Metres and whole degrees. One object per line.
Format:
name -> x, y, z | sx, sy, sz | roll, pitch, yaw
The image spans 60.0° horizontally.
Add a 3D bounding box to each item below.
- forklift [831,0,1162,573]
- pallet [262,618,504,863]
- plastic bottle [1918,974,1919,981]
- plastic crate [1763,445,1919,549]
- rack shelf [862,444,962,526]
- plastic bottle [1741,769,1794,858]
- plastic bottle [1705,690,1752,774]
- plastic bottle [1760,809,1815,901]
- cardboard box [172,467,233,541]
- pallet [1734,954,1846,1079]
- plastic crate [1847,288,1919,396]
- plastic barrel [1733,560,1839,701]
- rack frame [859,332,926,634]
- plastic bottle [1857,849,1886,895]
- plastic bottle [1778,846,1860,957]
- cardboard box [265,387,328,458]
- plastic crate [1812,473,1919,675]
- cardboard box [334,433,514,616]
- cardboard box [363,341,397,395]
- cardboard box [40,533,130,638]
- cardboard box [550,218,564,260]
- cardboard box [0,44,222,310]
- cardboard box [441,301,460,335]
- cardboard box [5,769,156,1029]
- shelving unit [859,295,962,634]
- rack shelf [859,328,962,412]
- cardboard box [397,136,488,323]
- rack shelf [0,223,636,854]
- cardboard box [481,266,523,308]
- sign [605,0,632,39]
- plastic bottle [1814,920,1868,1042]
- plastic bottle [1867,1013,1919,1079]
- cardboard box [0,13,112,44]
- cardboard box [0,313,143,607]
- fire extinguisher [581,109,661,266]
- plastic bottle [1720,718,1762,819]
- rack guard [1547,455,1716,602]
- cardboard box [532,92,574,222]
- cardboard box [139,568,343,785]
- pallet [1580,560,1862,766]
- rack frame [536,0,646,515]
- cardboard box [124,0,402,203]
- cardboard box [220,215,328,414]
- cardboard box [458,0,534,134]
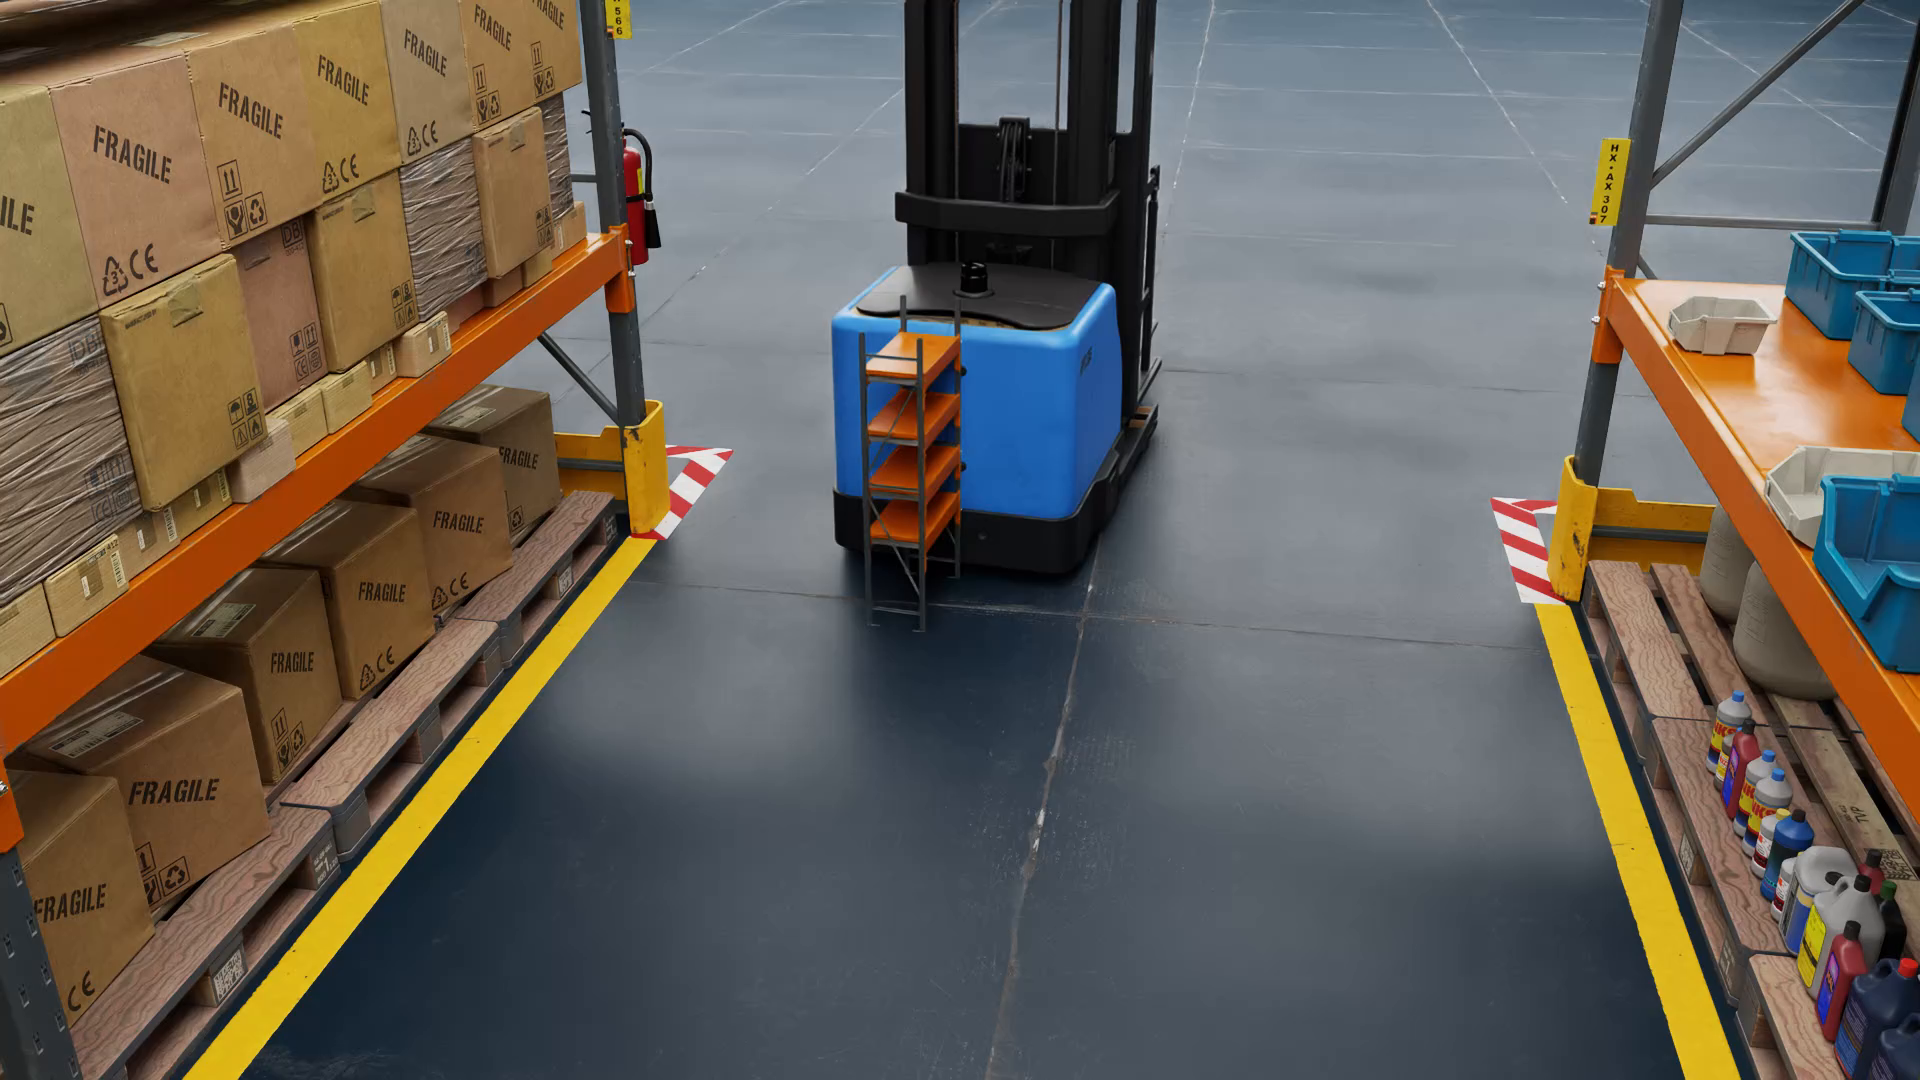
forklift -> 0.365, -1.792, 7.622 | 1.130, 2.935, 3.031 | 7, 26, 14
pallet -> -2.280, 0.616, 5.685 | 1.003, 0.211, 1.213 | 4, 25, 9
plastic bottle -> 2.337, 1.156, 3.937 | 0.152, 0.276, 0.135 | 4, 25, 9
plastic crate -> 2.350, -0.086, 4.207 | 0.530, 0.136, 0.437 | 4, 25, 9
rack shelf -> -0.182, -0.232, 6.489 | 0.258, 0.148, 0.480 | 7, 26, 14
plastic bottle -> 2.313, 0.777, 4.752 | 0.097, 0.271, 0.097 | 0, 25, 0
plastic bottle -> 2.385, 0.591, 5.148 | 0.097, 0.271, 0.097 | 0, 25, 0
plastic bottle -> 2.279, 0.861, 4.571 | 0.097, 0.271, 0.097 | 0, 25, 0
cardboard box -> -2.121, -0.123, 4.270 | 0.380, 0.149, 0.250 | 4, 25, 9
pallet -> 2.486, 1.476, 3.848 | 1.003, 0.211, 1.213 | 4, 25, 9
plastic crate -> 3.090, -0.613, 5.197 | 0.499, 0.251, 0.408 | 4, 25, 9
plastic barrel -> 2.875, 0.245, 5.628 | 0.421, 0.512, 0.421 | 0, 25, 0
rack frame -> -0.250, -0.193, 6.248 | 0.240, 1.200, 0.015 | 7, 26, 14
plastic bottle -> 2.376, 0.957, 4.353 | 0.061, 0.283, 0.133 | 4, 25, 9
plastic bottle -> 2.270, 0.953, 4.369 | 0.152, 0.276, 0.135 | 4, 25, 9
cardboard box -> -2.040, -0.332, 4.717 | 0.380, 0.149, 0.250 | 4, 25, 9
plastic crate -> 2.248, 0.077, 3.723 | 0.499, 0.251, 0.616 | 4, 25, 9
cardboard box -> -2.080, -0.071, 6.316 | 0.500, 0.500, 0.500 | 11, 27, 22
cardboard box -> -1.992, -0.543, 5.169 | 0.380, 0.149, 0.250 | 4, 25, 9
cardboard box -> -2.166, 0.089, 3.818 | 0.380, 0.149, 0.250 | 4, 25, 9
cardboard box -> -1.782, -1.173, 6.514 | 0.380, 0.149, 0.250 | 4, 25, 9
cardboard box -> -2.147, -0.865, 3.911 | 0.500, 0.500, 0.500 | 4, 25, 9
cardboard box -> -1.929, -0.754, 5.618 | 0.380, 0.149, 0.250 | 4, 25, 9
cardboard box -> -2.447, 0.925, 4.188 | 0.500, 0.500, 0.500 | 3, 25, 7
shelving unit -> -0.182, -0.293, 6.460 | 0.258, 1.200, 0.503 | 7, 26, 14
rack shelf -> -0.182, -0.649, 6.293 | 0.258, 0.148, 0.480 | 7, 26, 14
cardboard box -> -2.102, -1.053, 5.493 | 0.875, 0.500, 0.500 | 4, 25, 9
rack shelf -> -2.225, -0.363, 5.335 | 1.077, 0.370, 4.000 | 4, 25, 9
cardboard box -> -1.828, -0.962, 6.062 | 0.380, 0.149, 0.250 | 4, 25, 9
sign -> -1.353, -2.146, 6.557 | 0.100, 0.325, 0.005 | 4, 25, 9
plastic bottle -> 2.173, 1.082, 4.086 | 0.061, 0.283, 0.133 | 6, 26, 12
plastic bottle -> 2.156, 1.202, 3.749 | 0.144, 0.351, 0.185 | 3, 25, 7
cardboard box -> -2.586, -1.110, 4.436 | 0.500, 0.500, 0.500 | 4, 25, 9
cardboard box -> -2.417, -0.216, 3.704 | 0.875, 0.500, 0.500 | 4, 25, 9
fire extinguisher -> -1.424, -1.506, 7.020 | 0.296, 0.674, 0.183 | 4, 25, 9
plastic bottle -> 2.330, 0.679, 4.946 | 0.061, 0.283, 0.133 | 4, 25, 9
rack guard -> 3.023, -0.015, 6.692 | 1.175, 0.500, 0.348 | 4, 25, 9
cardboard box -> -2.015, -1.477, 6.398 | 0.875, 0.500, 0.500 | 4, 25, 9
cardboard box -> -2.337, 0.420, 5.267 | 0.500, 0.500, 0.500 | 2, 25, 4
pallet -> 2.885, 0.456, 6.028 | 1.003, 0.211, 1.213 | 4, 25, 9
rack frame -> -1.898, -1.525, 6.970 | 1.000, 3.000, 0.127 | 4, 25, 9
cardboard box -> -1.994, -1.284, 4.806 | 0.500, 0.500, 0.500 | 4, 25, 9
cardboard box -> -2.318, -0.639, 4.607 | 0.875, 0.500, 0.500 | 4, 25, 9
cardboard box -> -1.820, -1.701, 5.698 | 0.500, 0.500, 0.500 | 4, 25, 9
